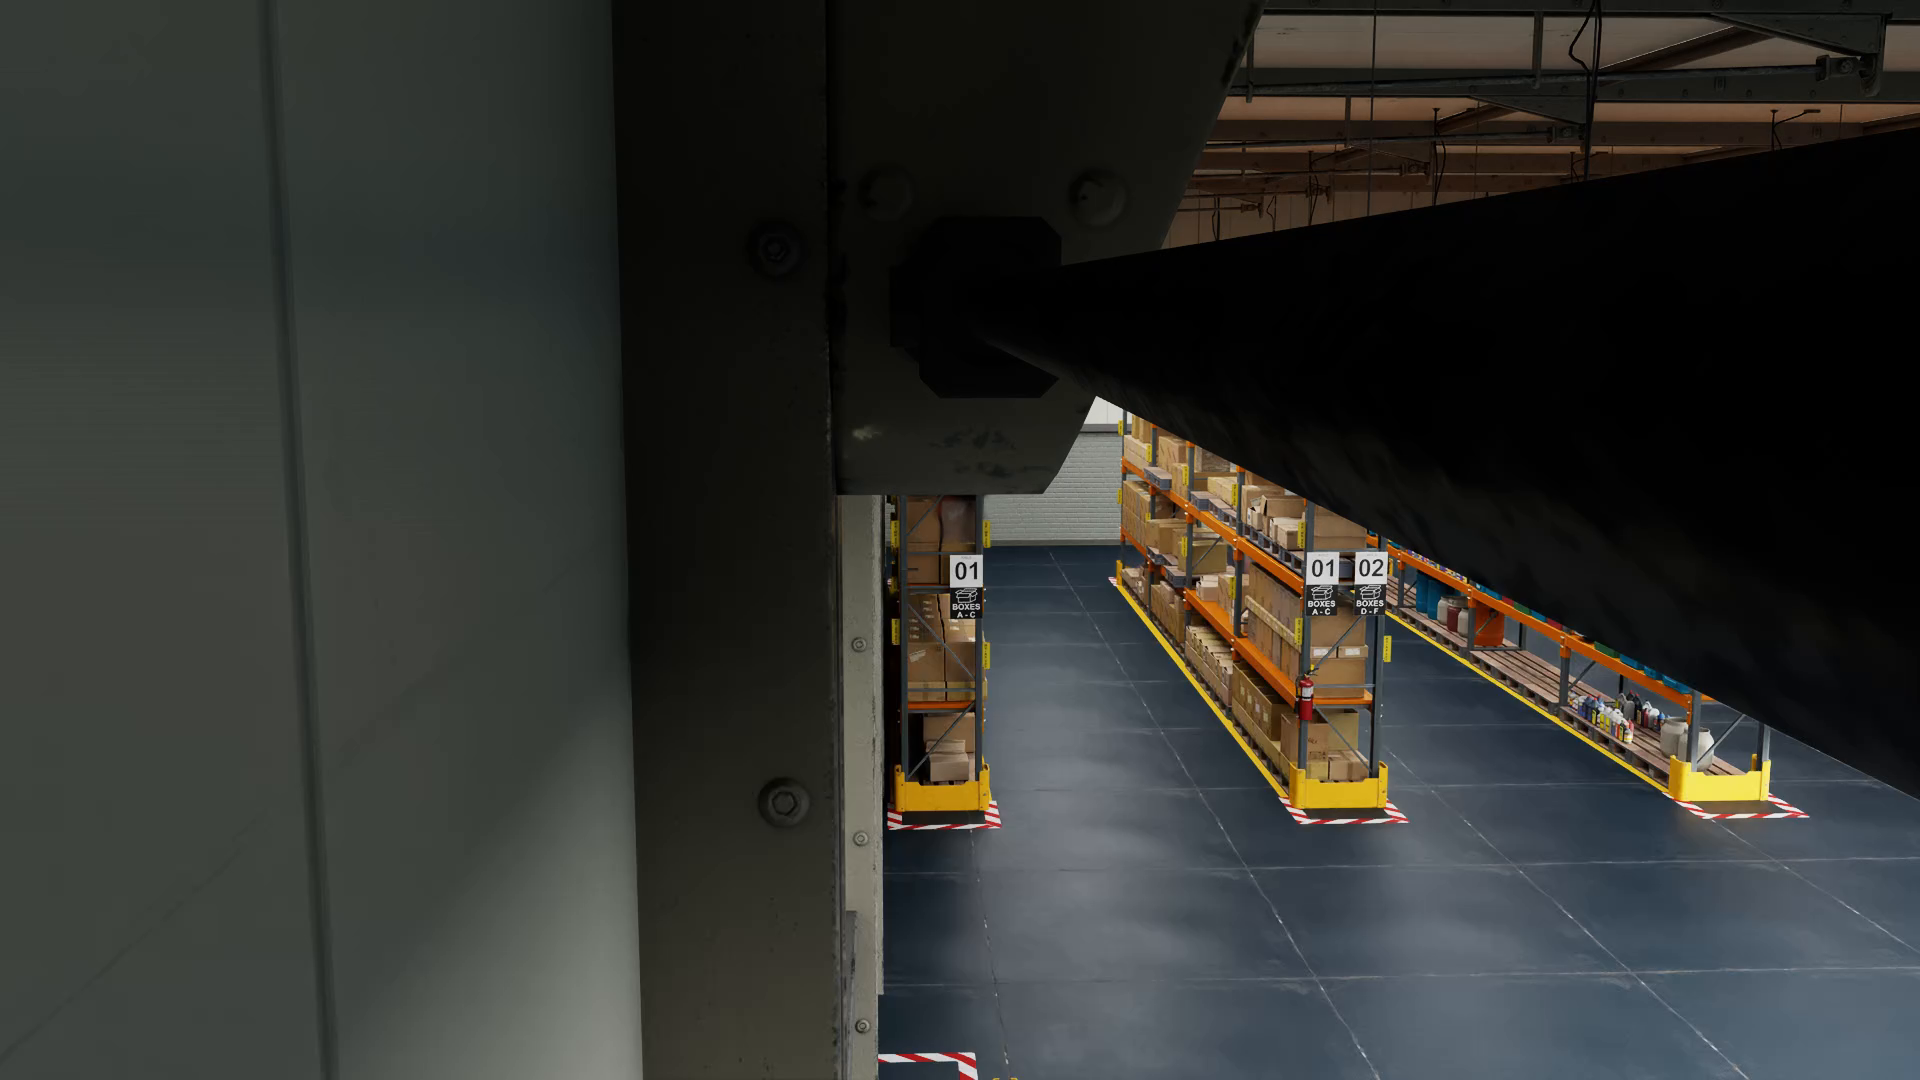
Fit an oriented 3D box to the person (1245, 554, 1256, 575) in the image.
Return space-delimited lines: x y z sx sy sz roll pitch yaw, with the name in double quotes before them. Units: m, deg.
"person" 6.060 0.449 34.546 0.586 1.616 0.545 -1 8 -7
